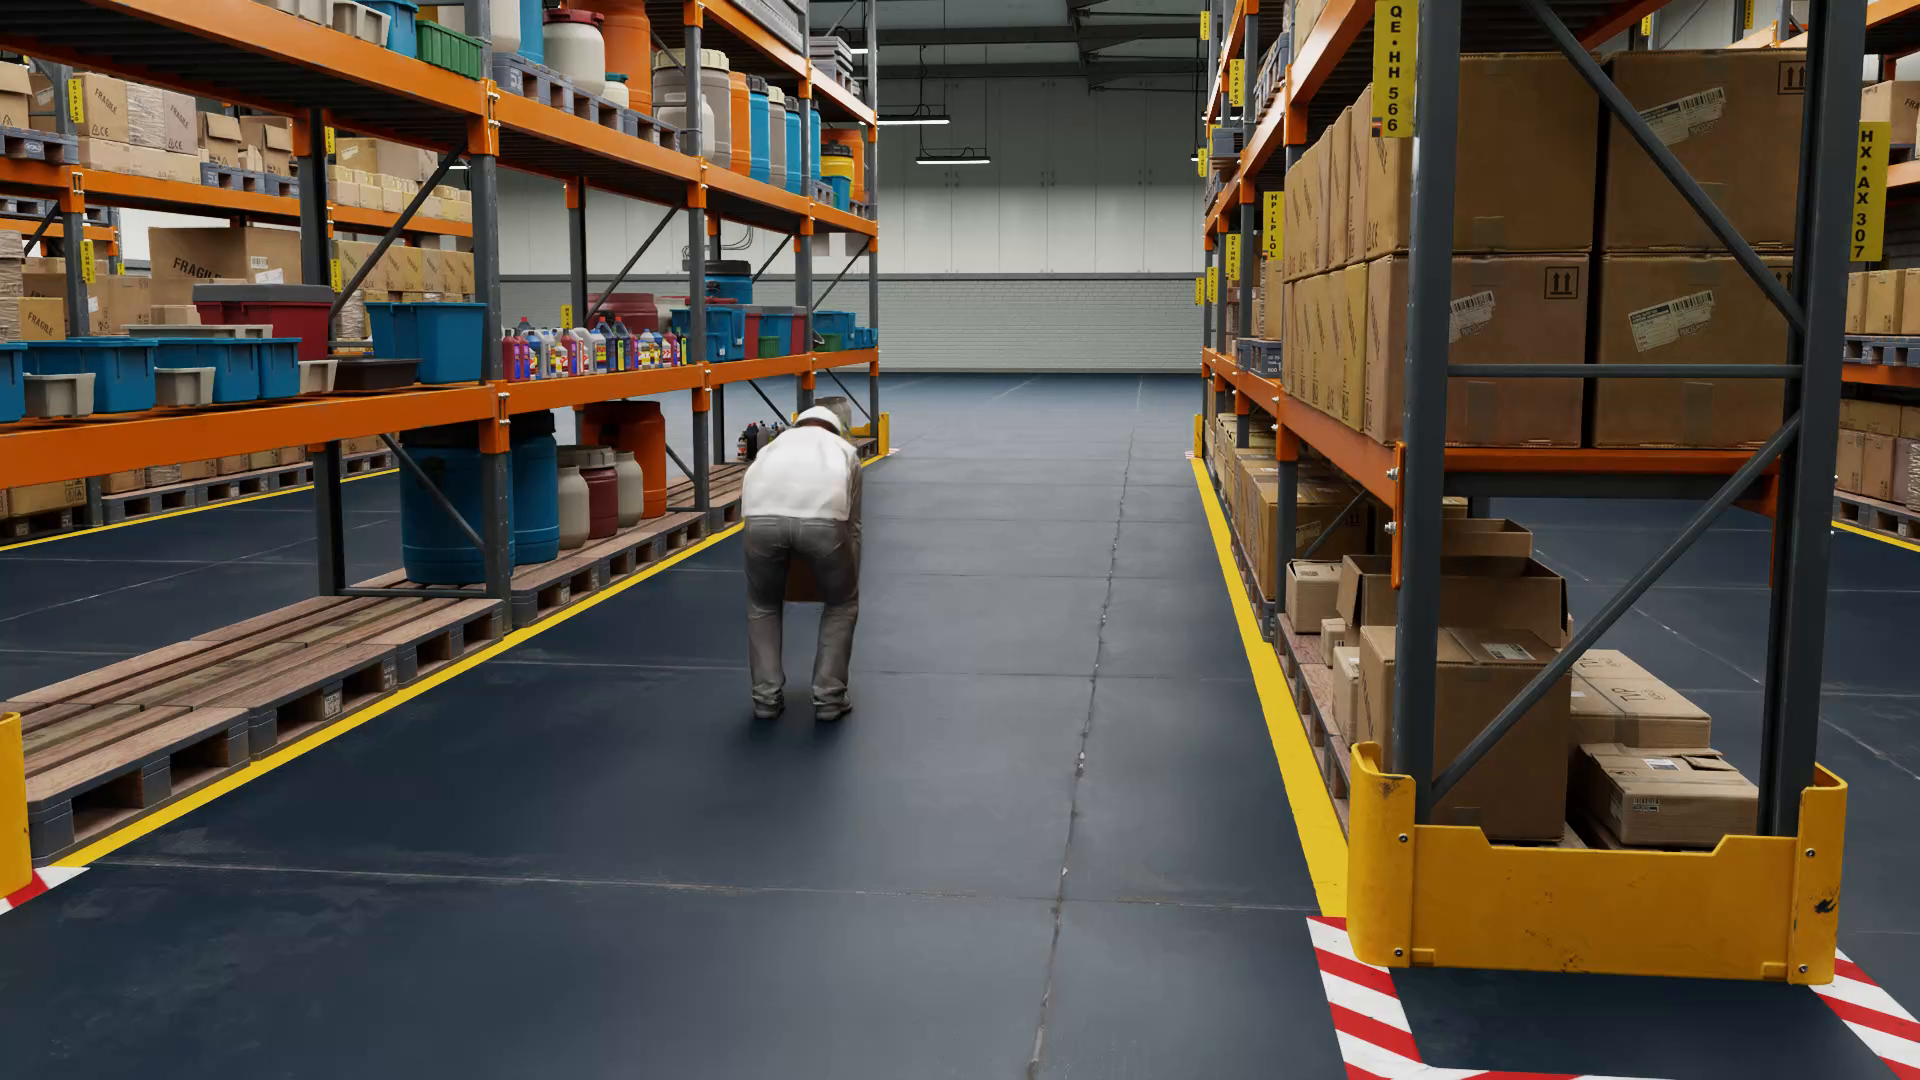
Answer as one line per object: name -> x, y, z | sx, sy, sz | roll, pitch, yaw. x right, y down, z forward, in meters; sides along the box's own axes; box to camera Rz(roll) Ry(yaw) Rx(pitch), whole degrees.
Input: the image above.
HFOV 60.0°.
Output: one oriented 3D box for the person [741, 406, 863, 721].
person -> -0.652, 0.075, 7.108 | 0.479, 1.255, 0.958 | 1, 8, 4
